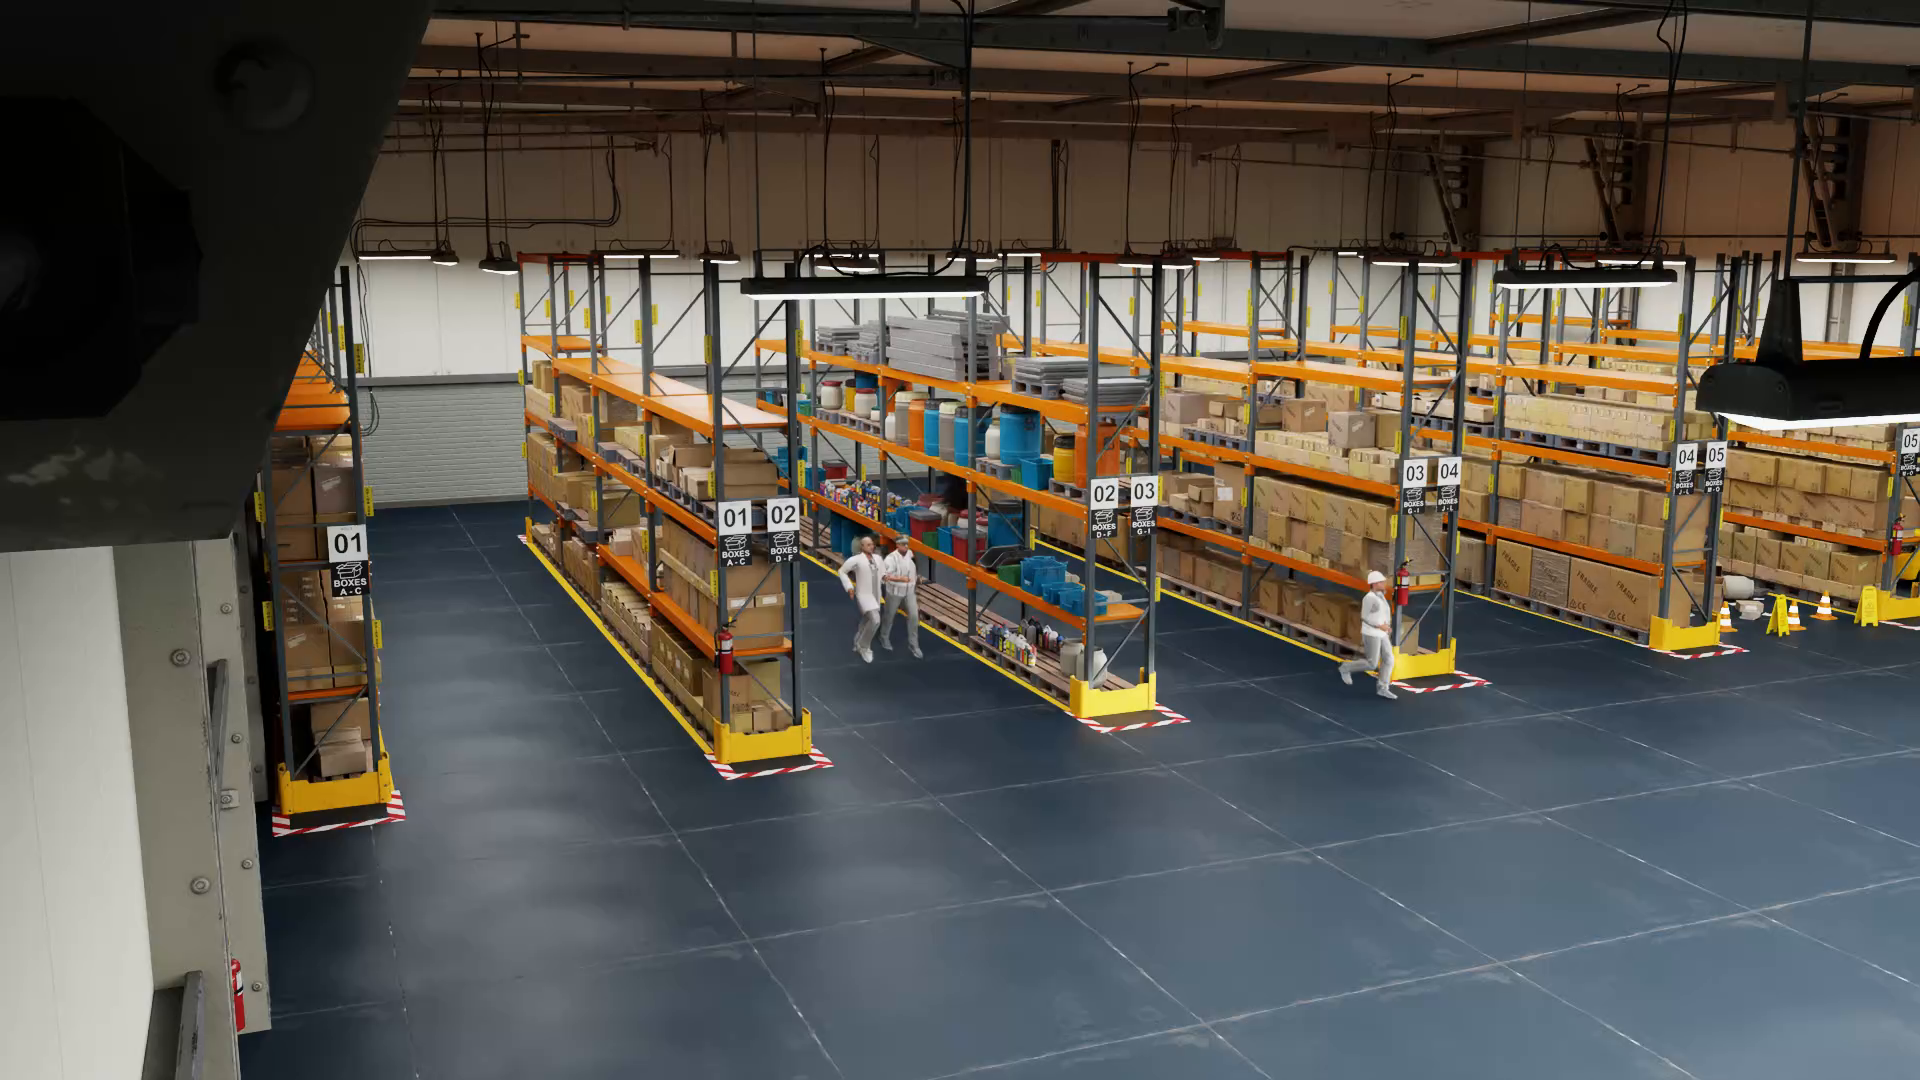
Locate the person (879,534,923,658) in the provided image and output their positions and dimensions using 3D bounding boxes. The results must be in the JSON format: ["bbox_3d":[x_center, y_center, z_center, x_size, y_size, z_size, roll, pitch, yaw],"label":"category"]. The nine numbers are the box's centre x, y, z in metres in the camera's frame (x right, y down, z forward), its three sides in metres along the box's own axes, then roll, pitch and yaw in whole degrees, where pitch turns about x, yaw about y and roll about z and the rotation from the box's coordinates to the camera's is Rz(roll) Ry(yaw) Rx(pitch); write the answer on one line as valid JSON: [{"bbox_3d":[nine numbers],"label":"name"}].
[{"bbox_3d":[-0.890,0.785,24.416,0.608,1.814,0.878,-6,12,-30],"label":"person"}]

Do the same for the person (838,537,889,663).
[{"bbox_3d":[-1.314,0.859,24.047,0.767,1.801,0.673,10,14,42],"label":"person"}]

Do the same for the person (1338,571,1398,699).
[{"bbox_3d":[5.742,1.302,23.164,0.862,1.759,0.689,7,12,33],"label":"person"}]
